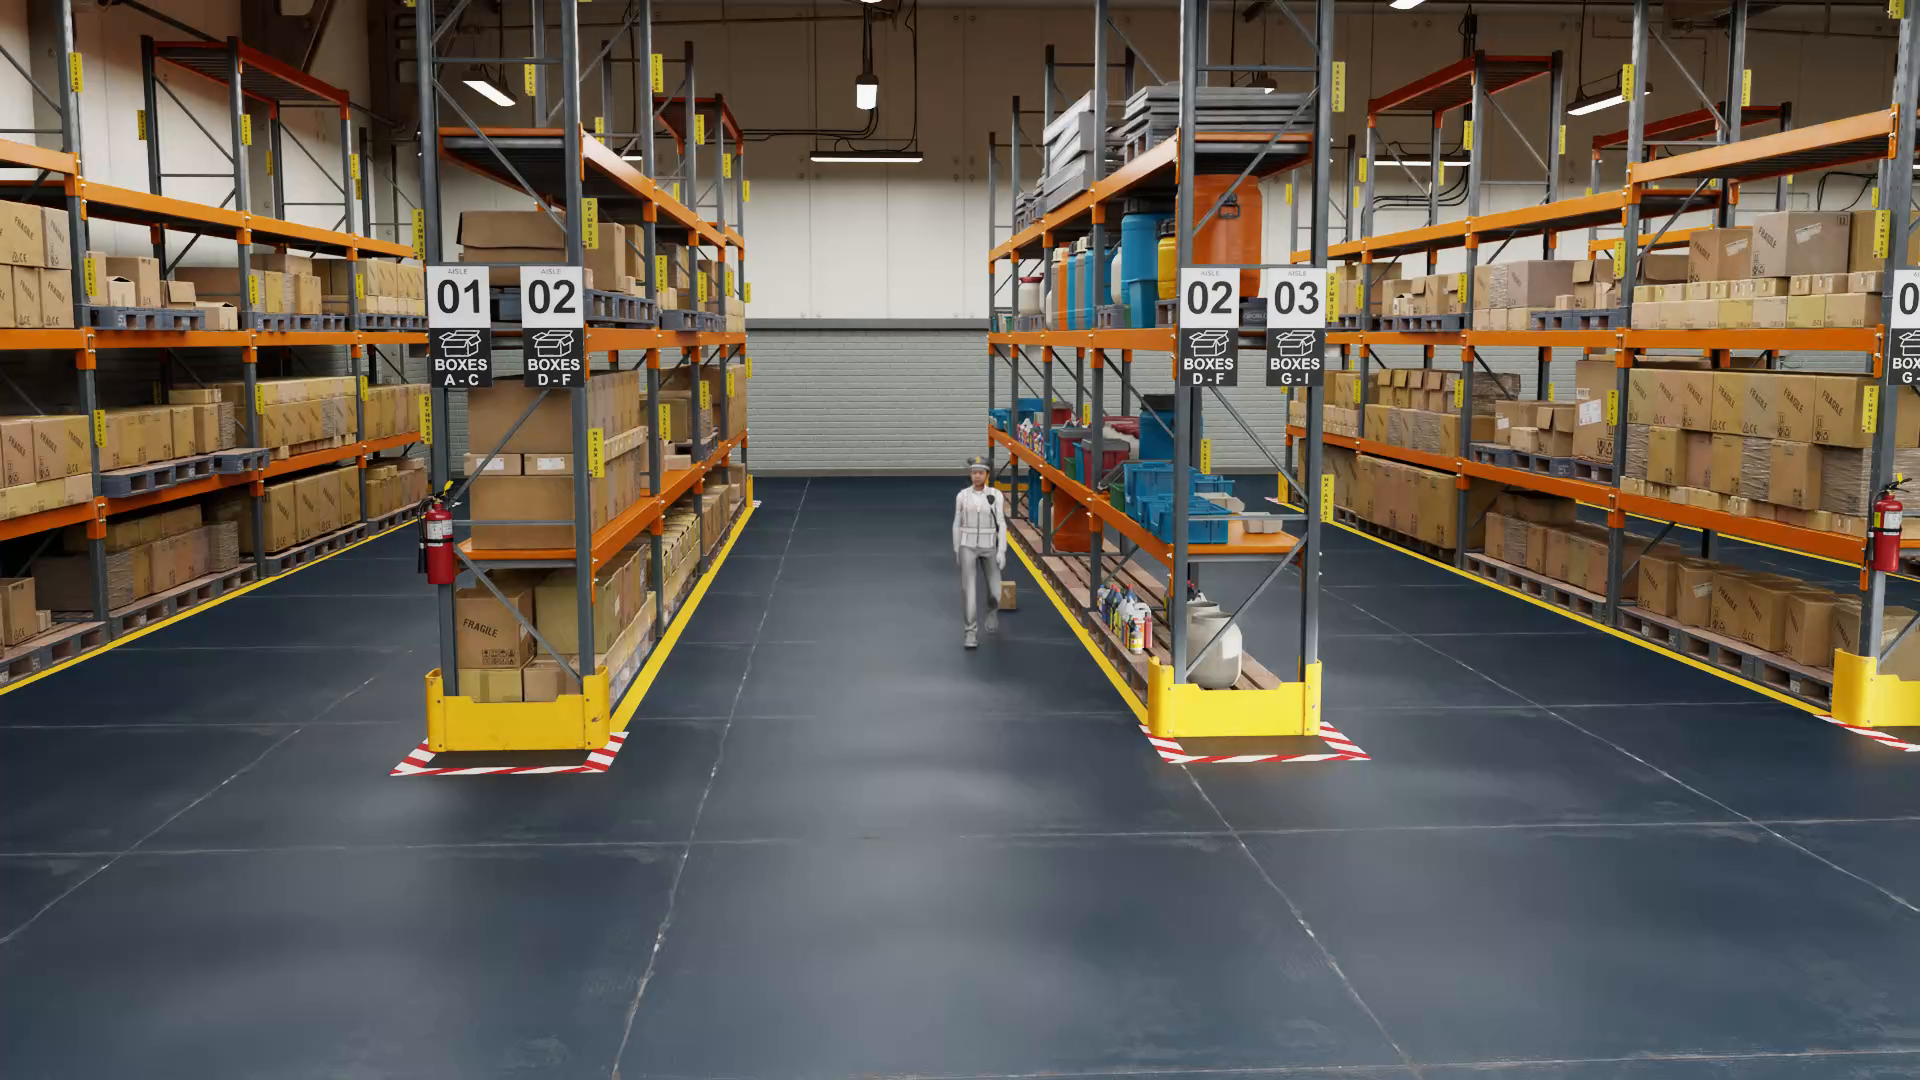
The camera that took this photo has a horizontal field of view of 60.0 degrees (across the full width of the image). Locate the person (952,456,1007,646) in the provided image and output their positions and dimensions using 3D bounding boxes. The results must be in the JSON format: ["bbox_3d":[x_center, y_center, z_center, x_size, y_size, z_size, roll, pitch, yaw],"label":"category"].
[{"bbox_3d":[0.173,0.081,14.830,0.488,1.672,0.628,0,7,1],"label":"person"}]
